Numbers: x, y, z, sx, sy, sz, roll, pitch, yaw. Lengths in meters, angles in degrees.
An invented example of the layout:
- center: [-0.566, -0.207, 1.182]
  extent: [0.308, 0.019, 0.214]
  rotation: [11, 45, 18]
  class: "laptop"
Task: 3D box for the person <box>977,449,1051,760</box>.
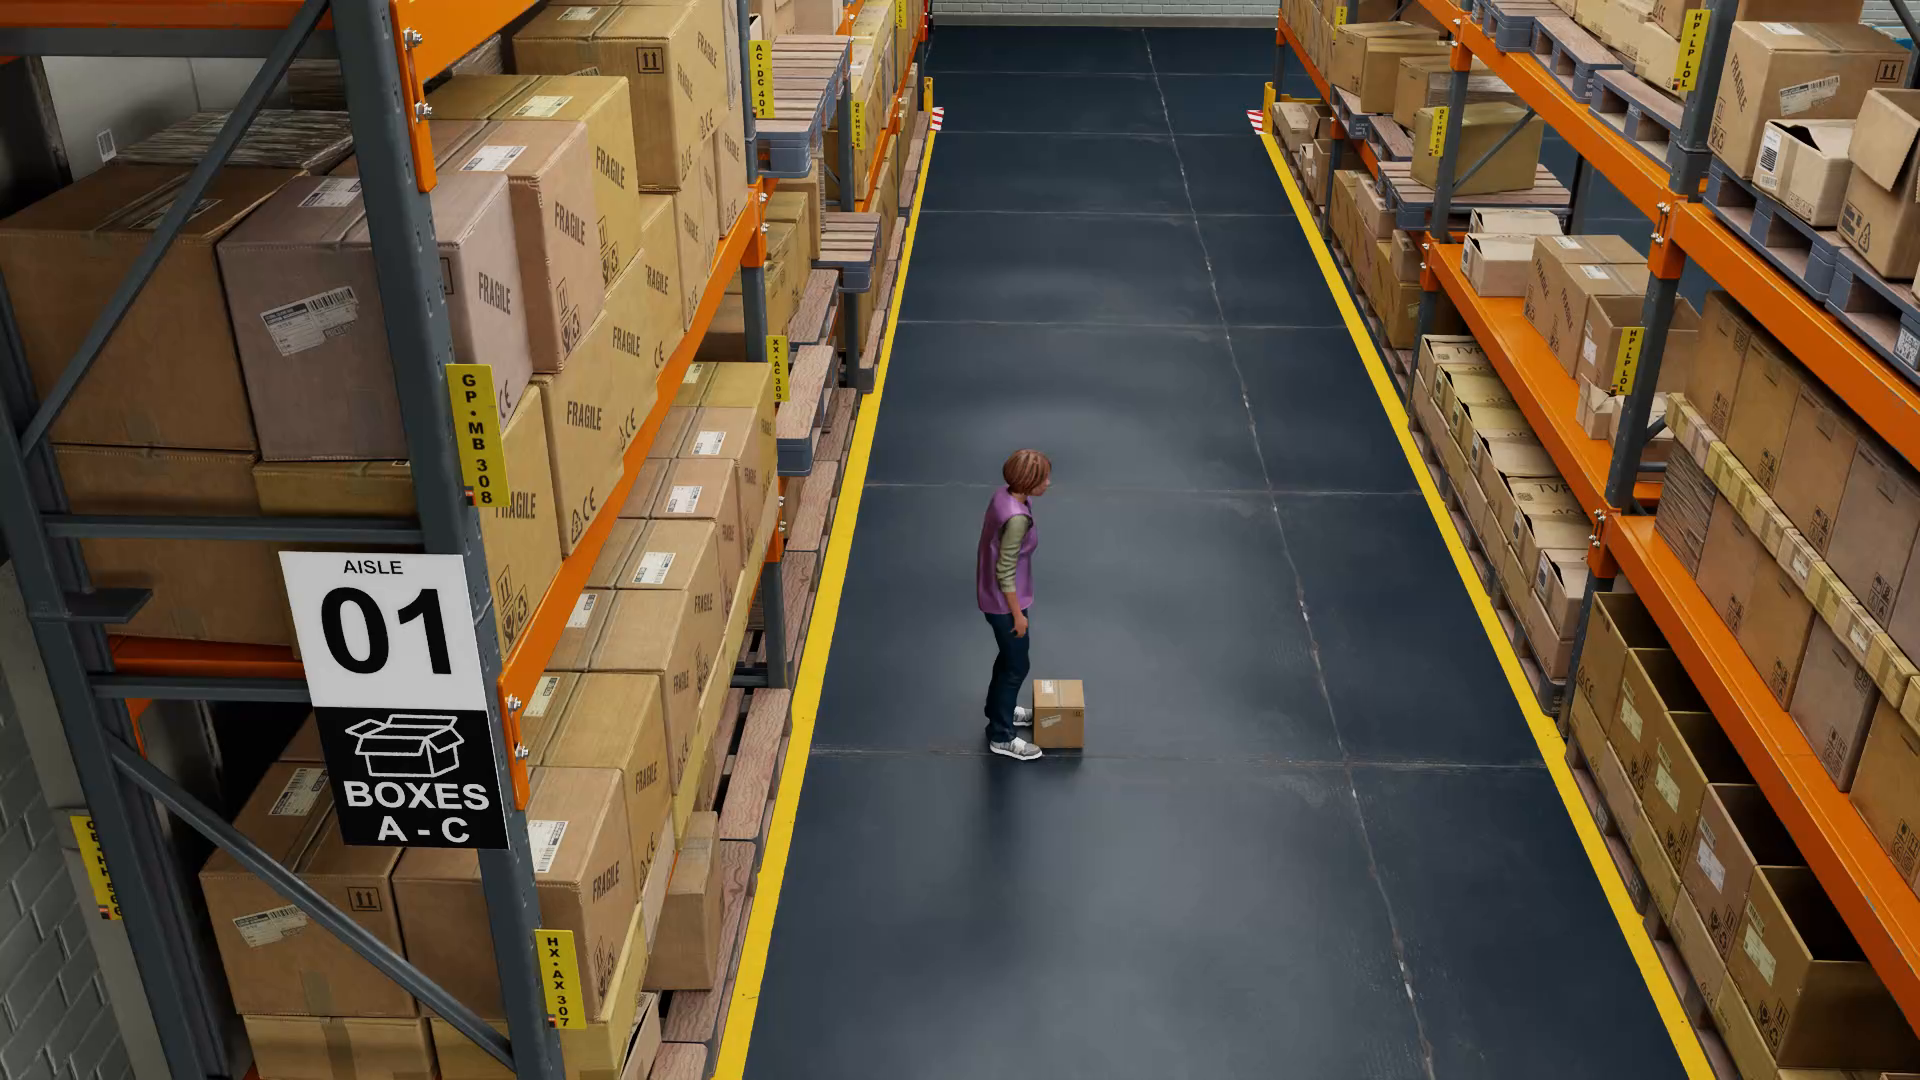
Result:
- center: [0.254, 0.290, 8.097]
  extent: [0.345, 1.592, 0.463]
  rotation: [1, 28, 2]
  class: "person"
